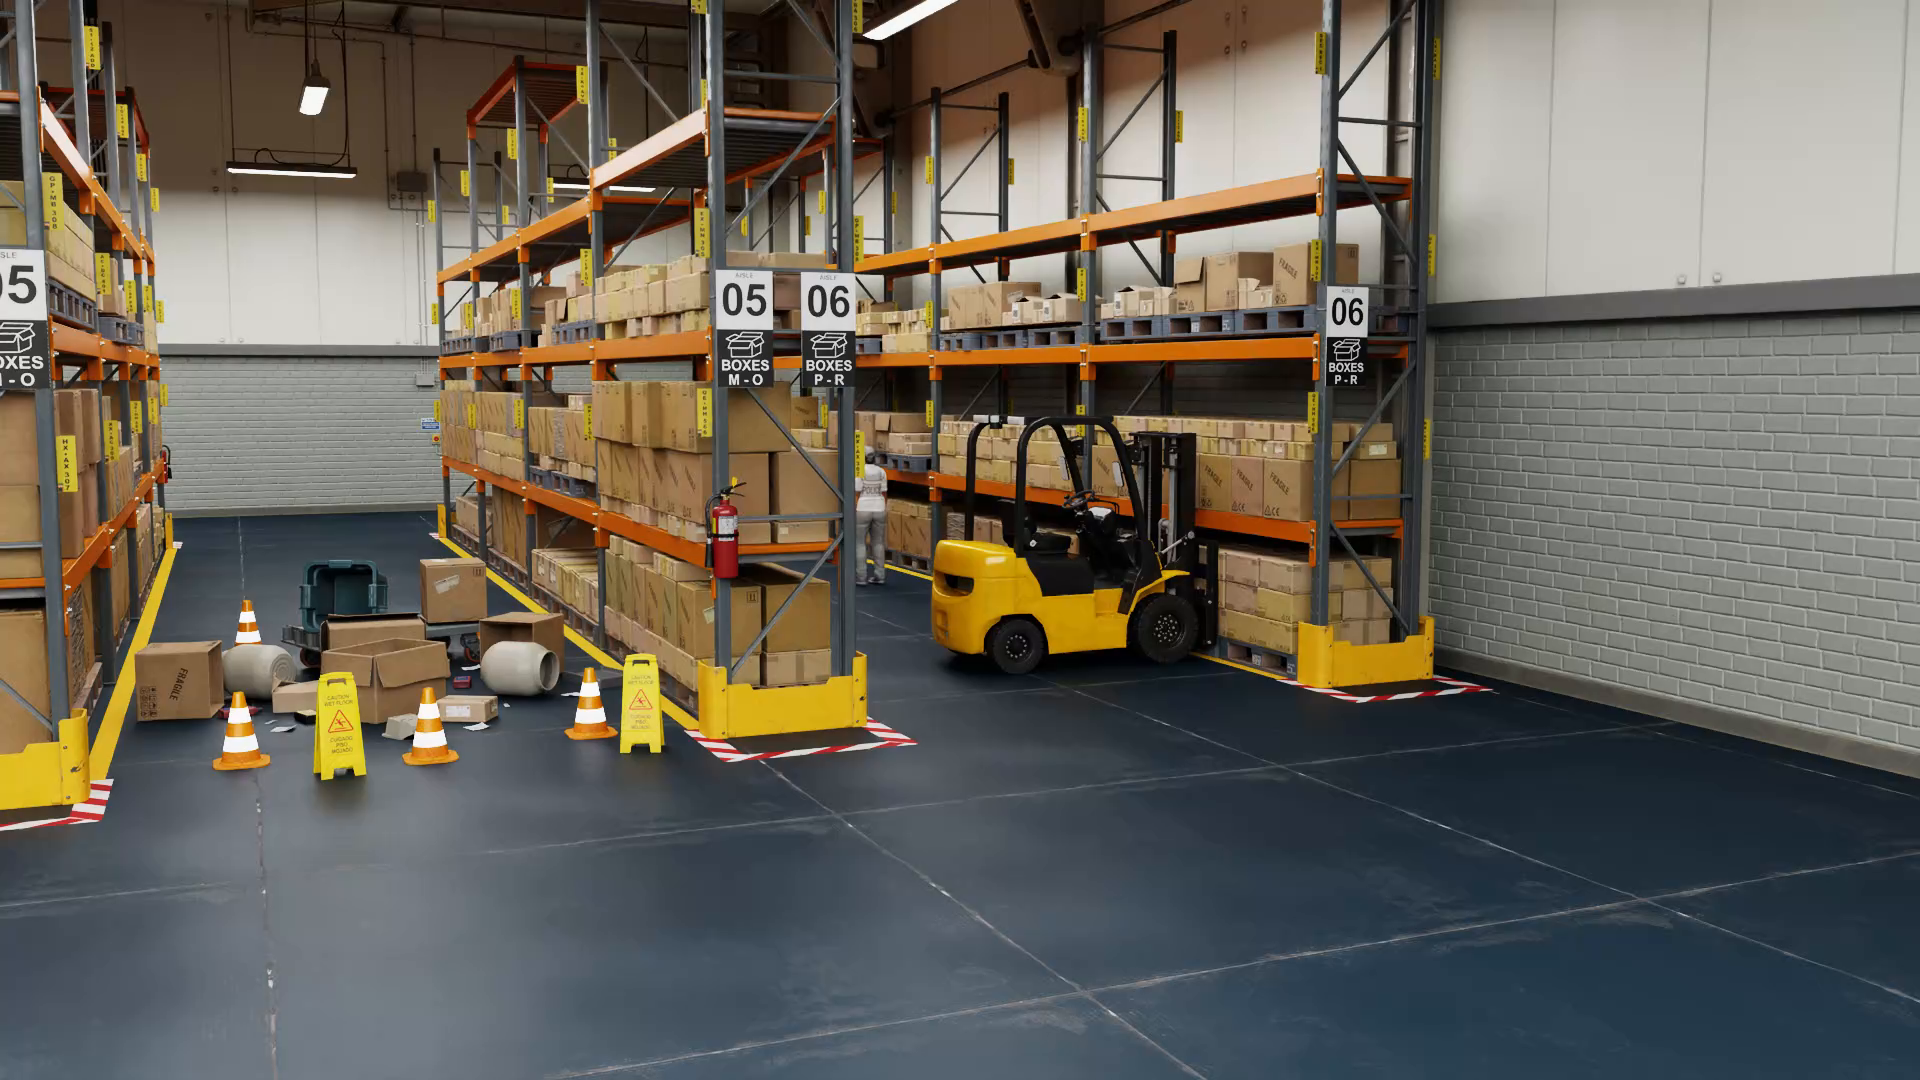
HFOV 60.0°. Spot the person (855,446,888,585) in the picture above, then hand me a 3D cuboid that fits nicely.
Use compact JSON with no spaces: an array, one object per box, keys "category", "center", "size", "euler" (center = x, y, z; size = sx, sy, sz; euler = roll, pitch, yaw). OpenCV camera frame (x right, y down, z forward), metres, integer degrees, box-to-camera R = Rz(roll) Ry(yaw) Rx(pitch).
[{"category":"person","center":[-1.104,-0.296,19.939],"size":[0.472,1.667,0.383],"euler":[-3,6,-31]}]
